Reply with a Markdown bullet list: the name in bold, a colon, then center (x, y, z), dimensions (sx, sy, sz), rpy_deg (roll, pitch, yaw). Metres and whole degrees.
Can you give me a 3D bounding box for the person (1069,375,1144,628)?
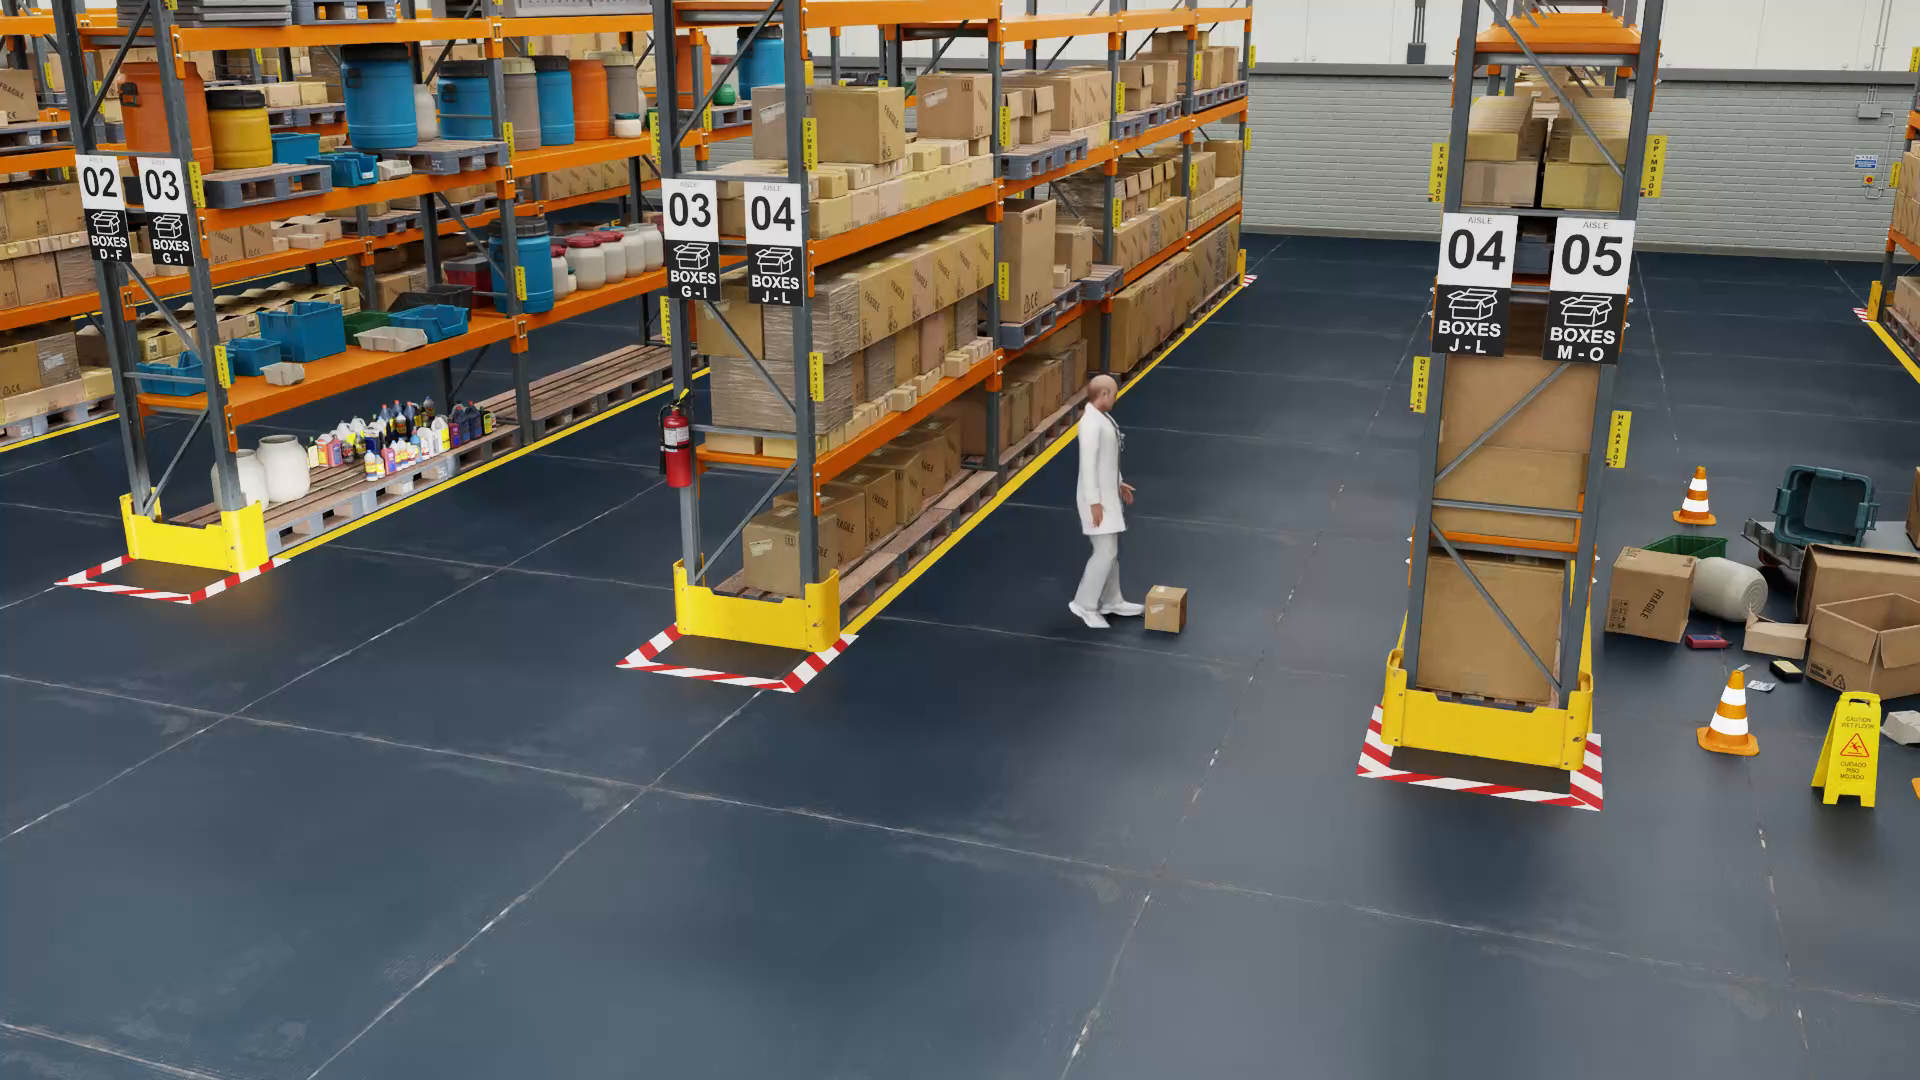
- **person**: center (1.077, -0.264, 11.935), dimensions (0.522, 1.840, 0.686), rpy_deg (4, 19, 12)
